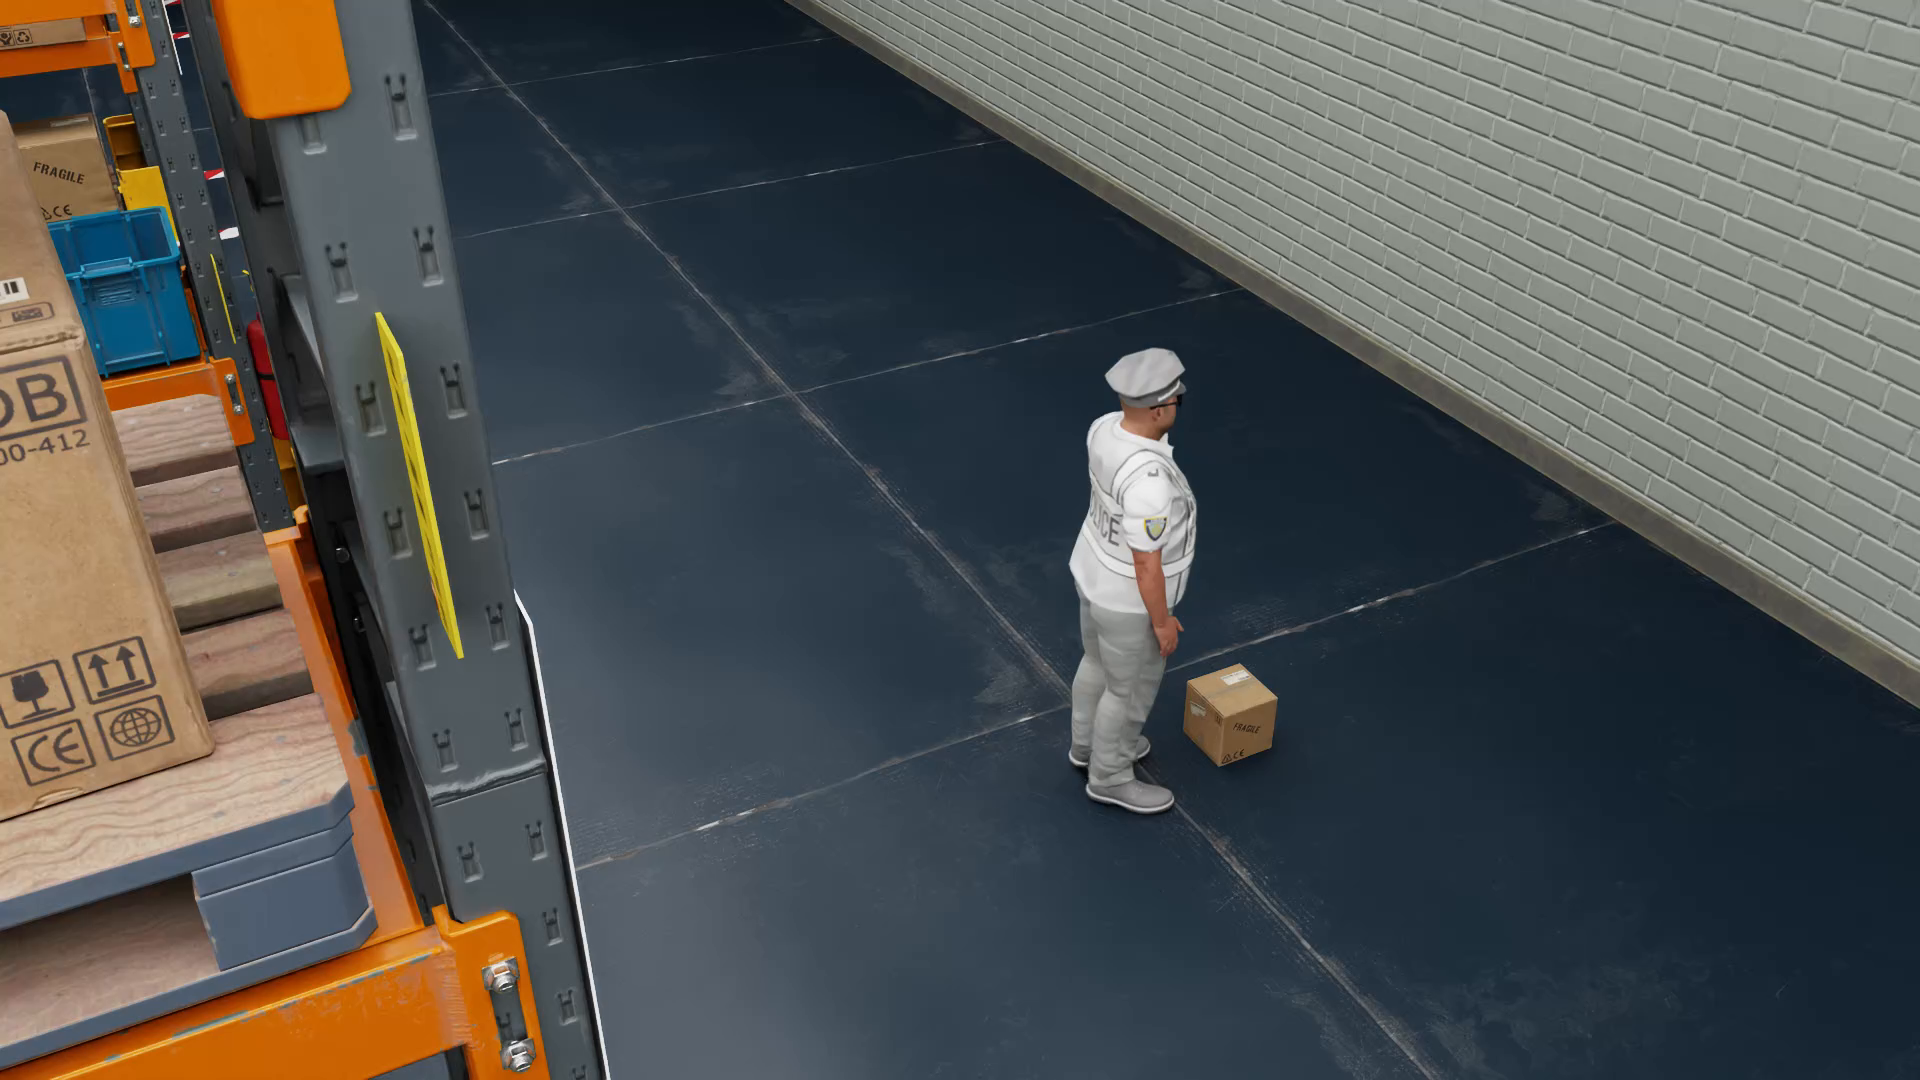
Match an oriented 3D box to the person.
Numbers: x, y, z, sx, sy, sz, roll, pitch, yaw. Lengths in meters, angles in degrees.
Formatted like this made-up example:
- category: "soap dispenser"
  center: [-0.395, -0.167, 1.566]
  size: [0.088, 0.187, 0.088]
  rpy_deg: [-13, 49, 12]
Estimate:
- category: "person"
  center: [0.599, 0.153, 5.857]
  size: [0.402, 1.773, 0.562]
  rpy_deg: [-8, 34, -12]
